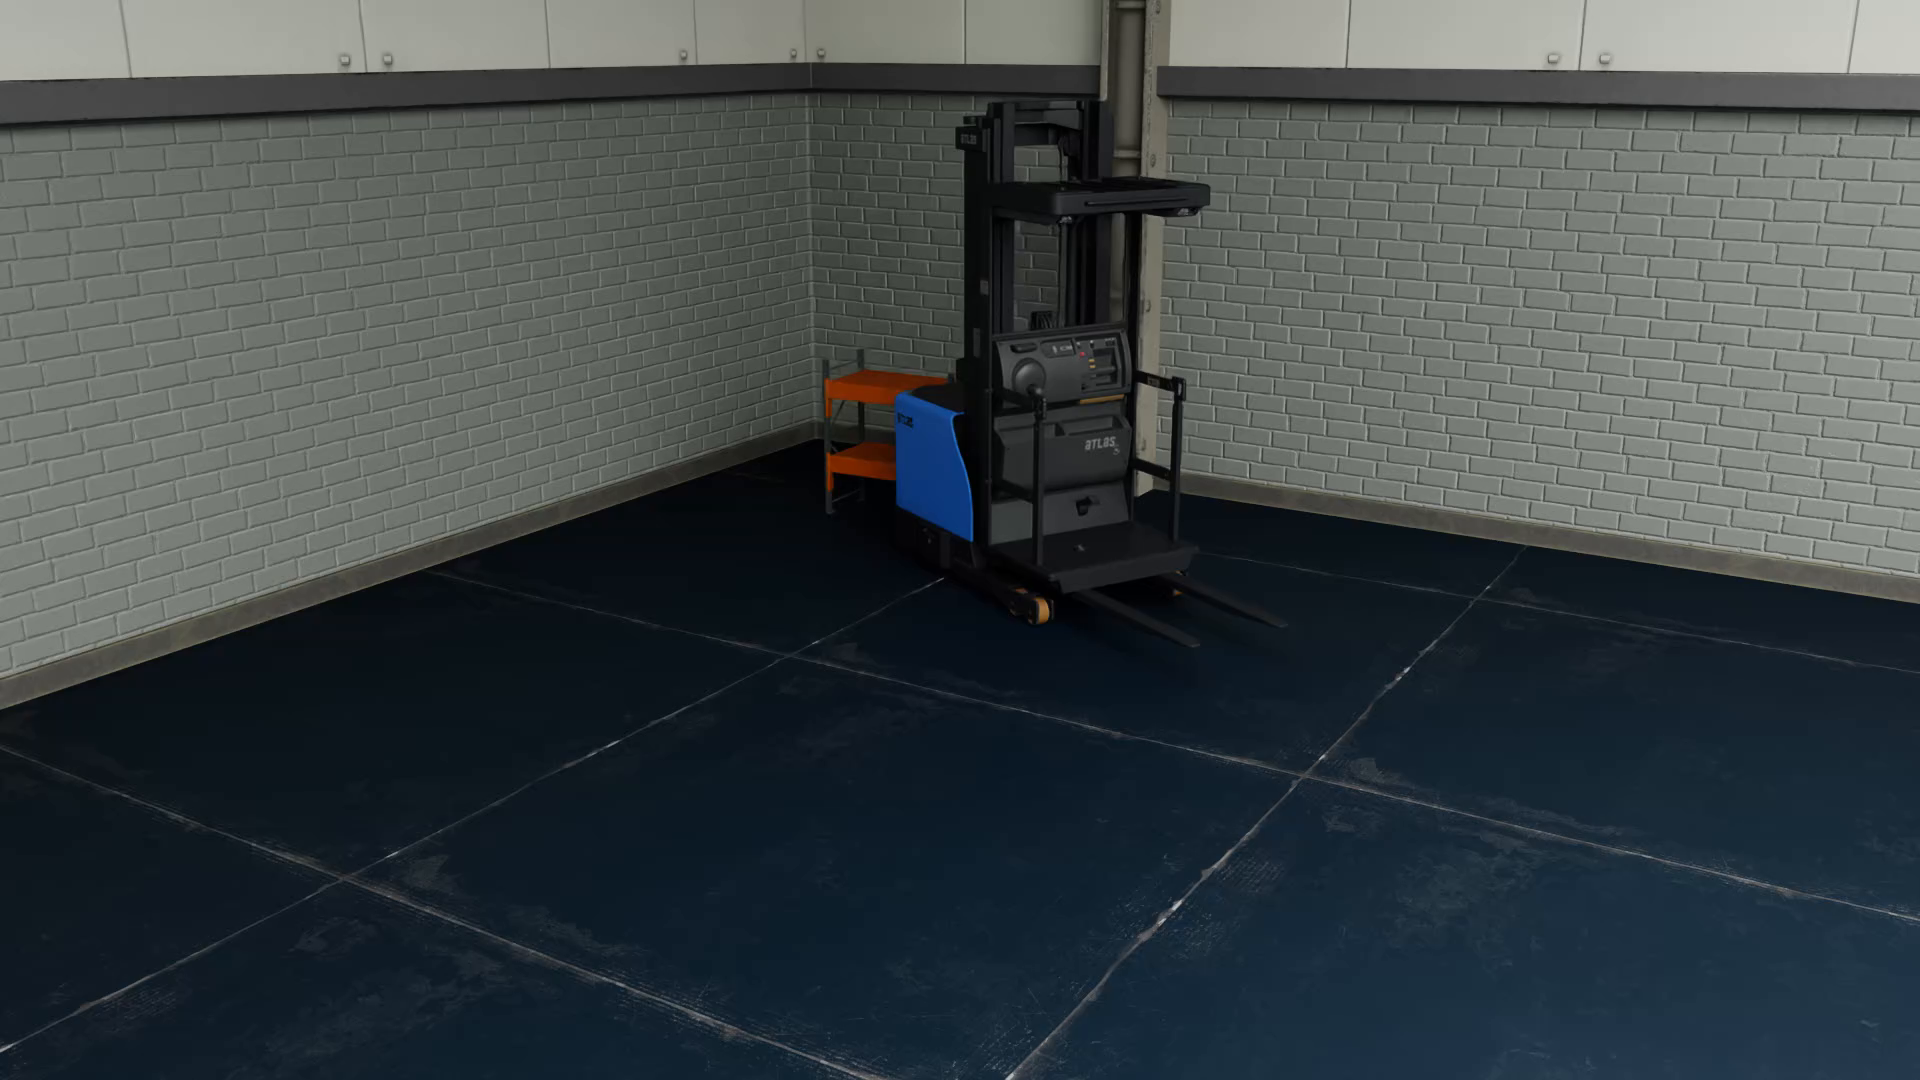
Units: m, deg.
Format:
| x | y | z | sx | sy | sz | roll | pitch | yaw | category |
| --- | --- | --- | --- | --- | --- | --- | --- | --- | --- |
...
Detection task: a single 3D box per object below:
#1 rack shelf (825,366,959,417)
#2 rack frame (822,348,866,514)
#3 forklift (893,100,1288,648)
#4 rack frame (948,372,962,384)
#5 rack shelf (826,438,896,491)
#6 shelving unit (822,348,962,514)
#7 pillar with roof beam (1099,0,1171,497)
| x | y | z | sx | sy | sz | roll | pitch | yaw | category |
| --- | --- | --- | --- | --- | --- | --- | --- | --- | --- |
| -0.391 | -0.998 | 11.724 | 1.000 | 0.278 | 0.538 | 9 | 19 | 28 | rack shelf |
| -0.834 | -0.790 | 12.046 | 0.032 | 1.125 | 0.500 | 9 | 19 | 28 | rack frame |
| 0.739 | -1.055 | 9.811 | 1.130 | 2.935 | 3.031 | -10 | 19 | -29 | forklift |
| 0.053 | -0.646 | 11.571 | 0.032 | 1.125 | 0.500 | 9 | 19 | 28 | rack frame |
| -0.391 | -0.484 | 11.880 | 1.000 | 0.278 | 0.538 | 9 | 19 | 28 | rack shelf |
| -0.391 | -0.718 | 11.809 | 1.048 | 1.125 | 0.538 | 9 | 19 | 28 | shelving unit |
| -1.017 | -3.630 | 7.849 | 0.400 | 9.000 | 9.100 | 10 | 20 | 30 | pillar with roof beam |
